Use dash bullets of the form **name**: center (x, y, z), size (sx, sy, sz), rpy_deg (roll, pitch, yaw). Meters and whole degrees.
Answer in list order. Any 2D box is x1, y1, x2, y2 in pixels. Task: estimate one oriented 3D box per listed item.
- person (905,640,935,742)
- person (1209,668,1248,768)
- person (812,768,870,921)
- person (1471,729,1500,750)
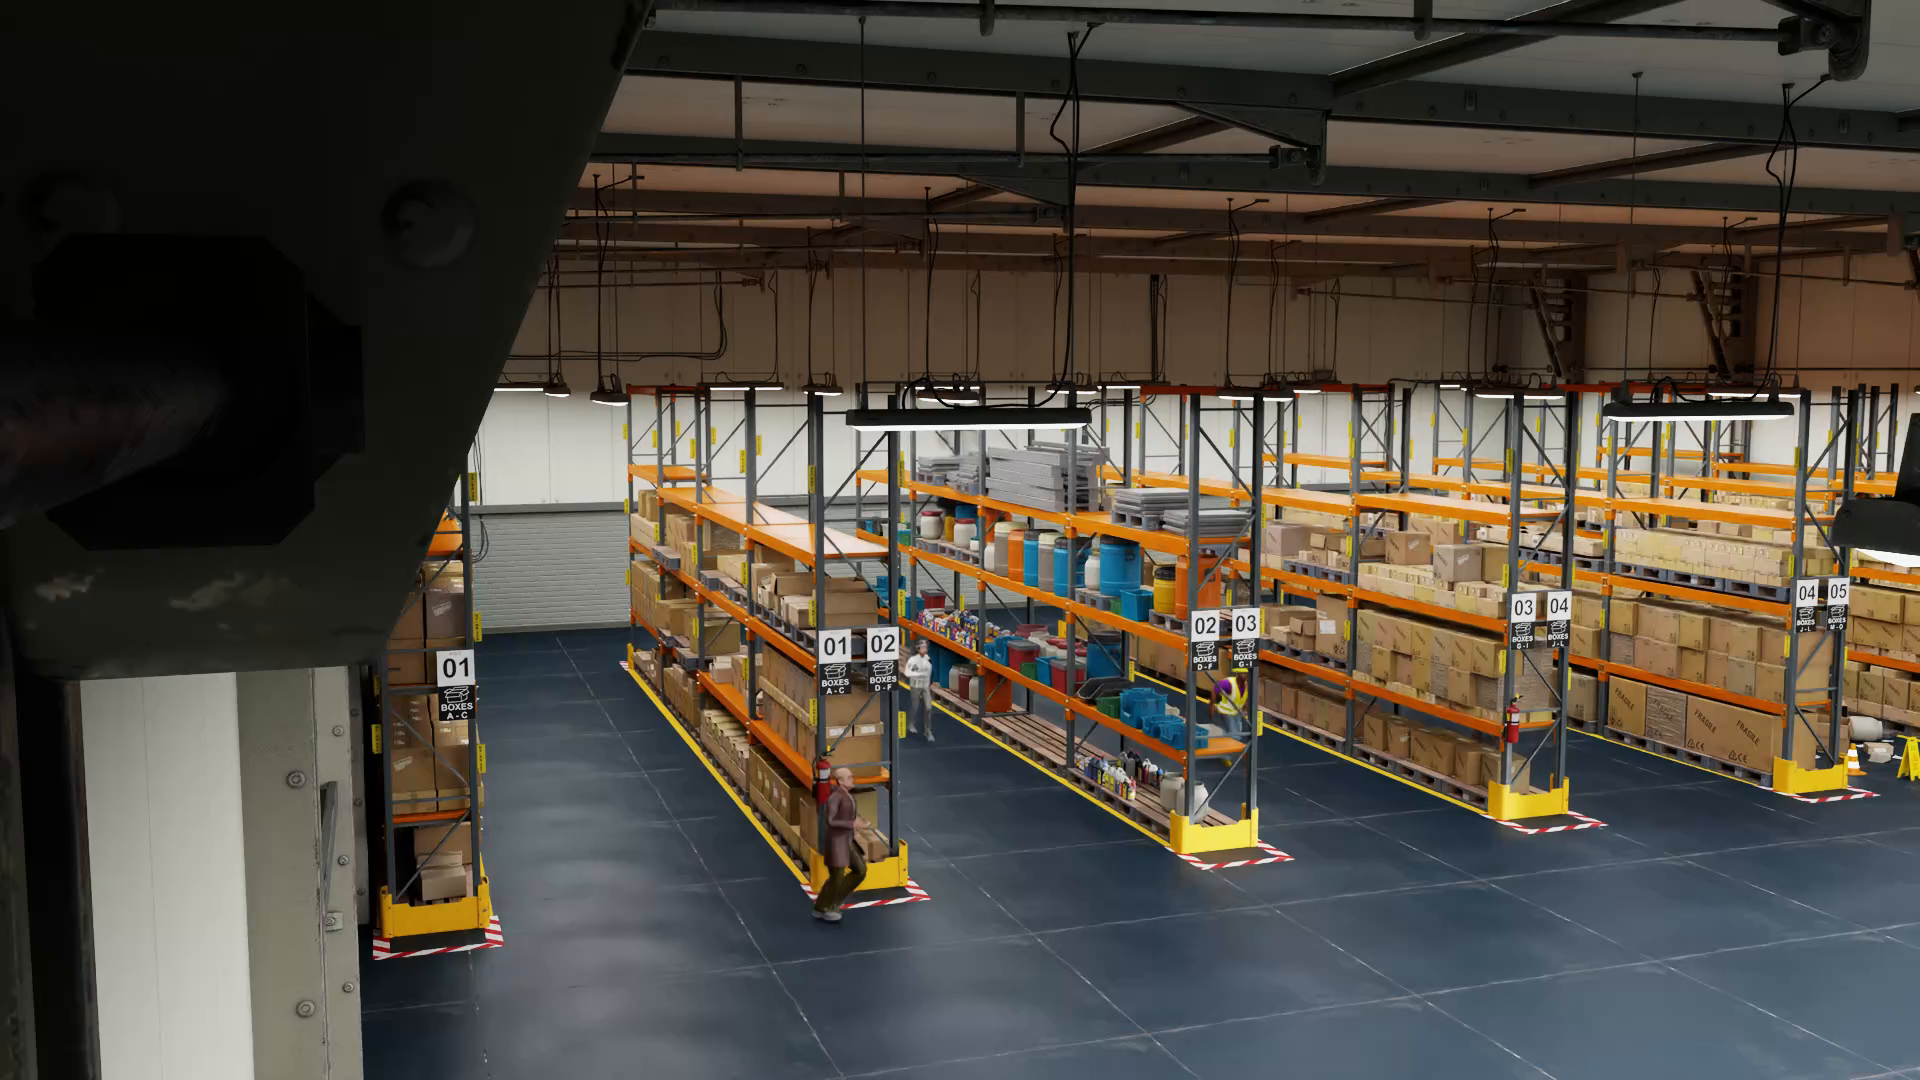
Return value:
- **person**: center (-0.716, 2.557, 28.485), size (0.583, 1.747, 0.801), rpy_deg (-3, 7, -30)
- **person**: center (4.322, 2.773, 26.528), size (0.692, 1.688, 0.766), rpy_deg (-5, 7, -38)
- **person**: center (-1.307, 3.483, 19.133), size (0.692, 1.731, 0.716), rpy_deg (2, 6, 20)
- **person**: center (8.884, 2.672, 27.703), size (0.568, 1.628, 0.901), rpy_deg (-4, 7, -31)
